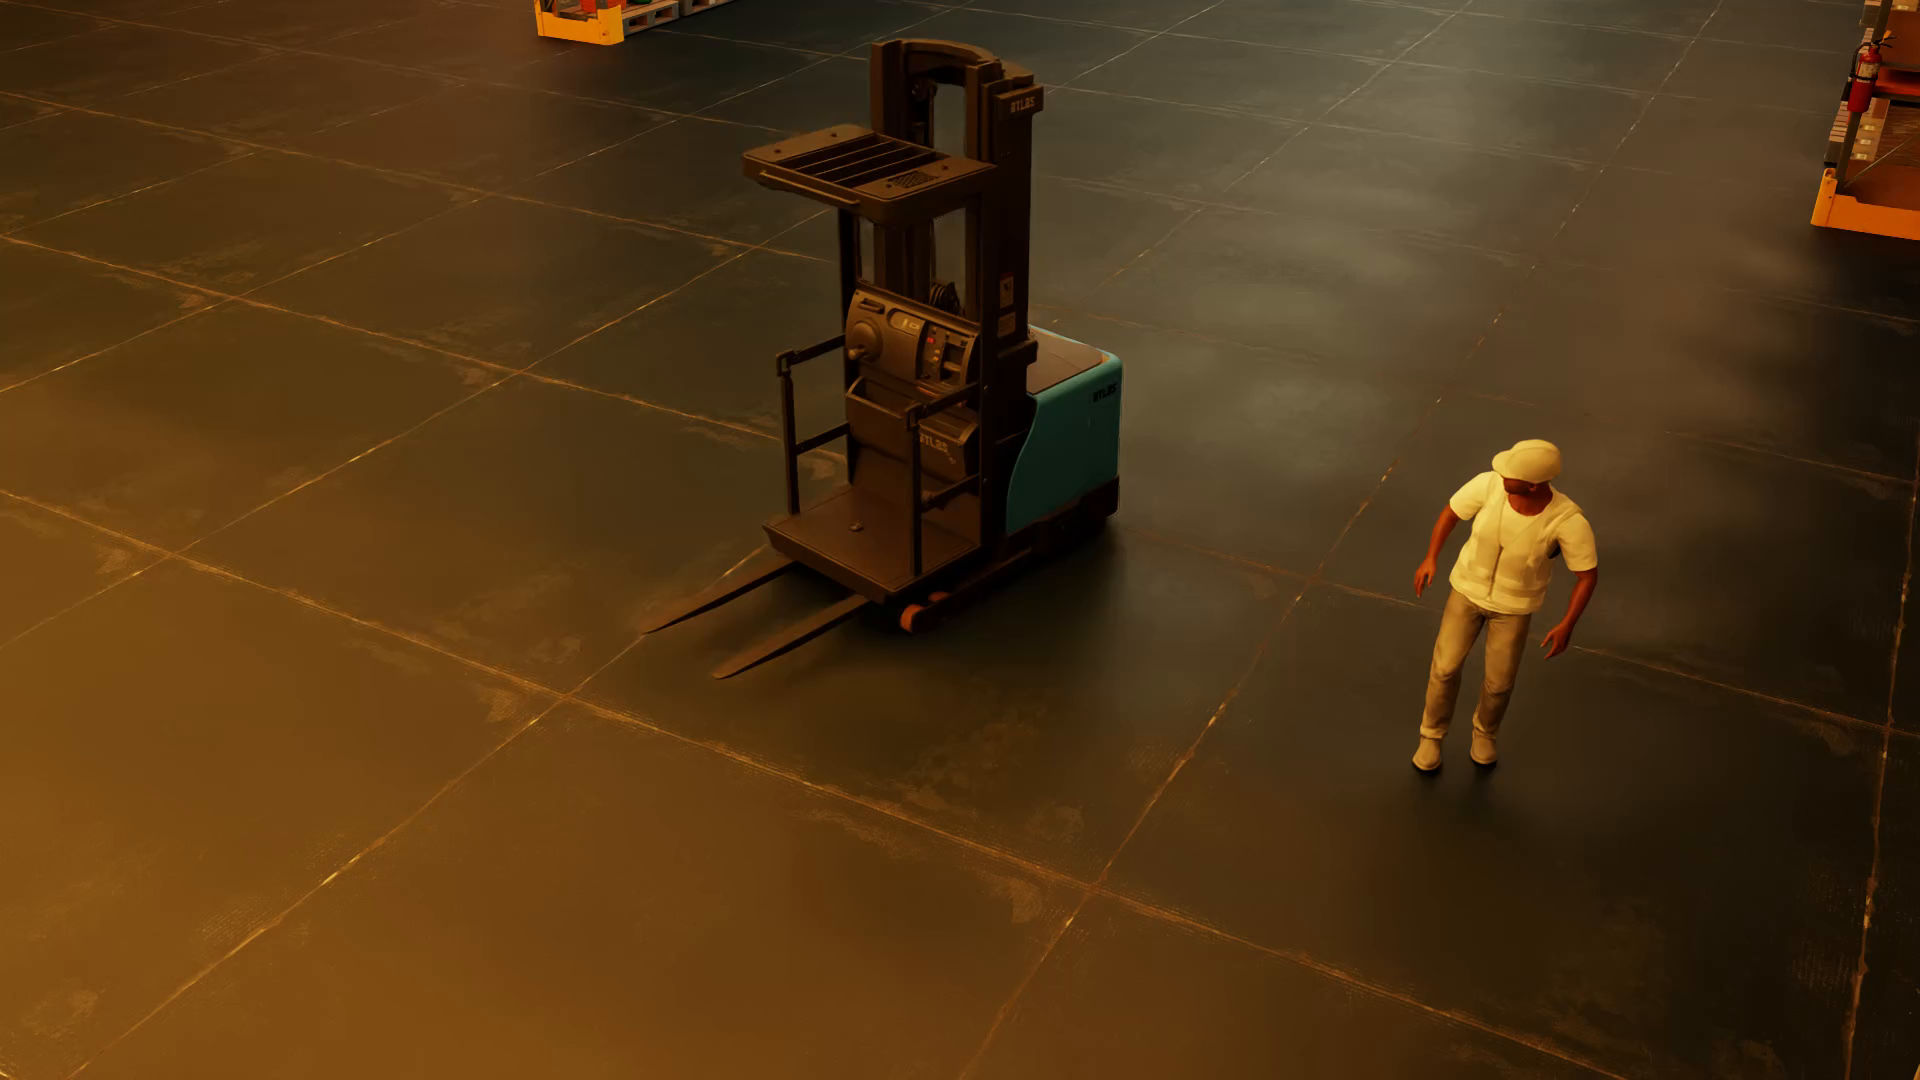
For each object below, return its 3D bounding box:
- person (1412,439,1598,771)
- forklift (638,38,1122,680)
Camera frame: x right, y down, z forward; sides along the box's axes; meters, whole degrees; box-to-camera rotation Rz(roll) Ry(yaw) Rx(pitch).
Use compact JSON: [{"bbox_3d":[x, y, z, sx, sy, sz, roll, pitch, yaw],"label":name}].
[{"bbox_3d":[2.493,0.308,7.728,0.794,1.743,0.523,16,34,25],"label":"person"},{"bbox_3d":[-0.414,-1.041,8.874,1.130,2.935,3.031,25,38,37],"label":"forklift"}]
